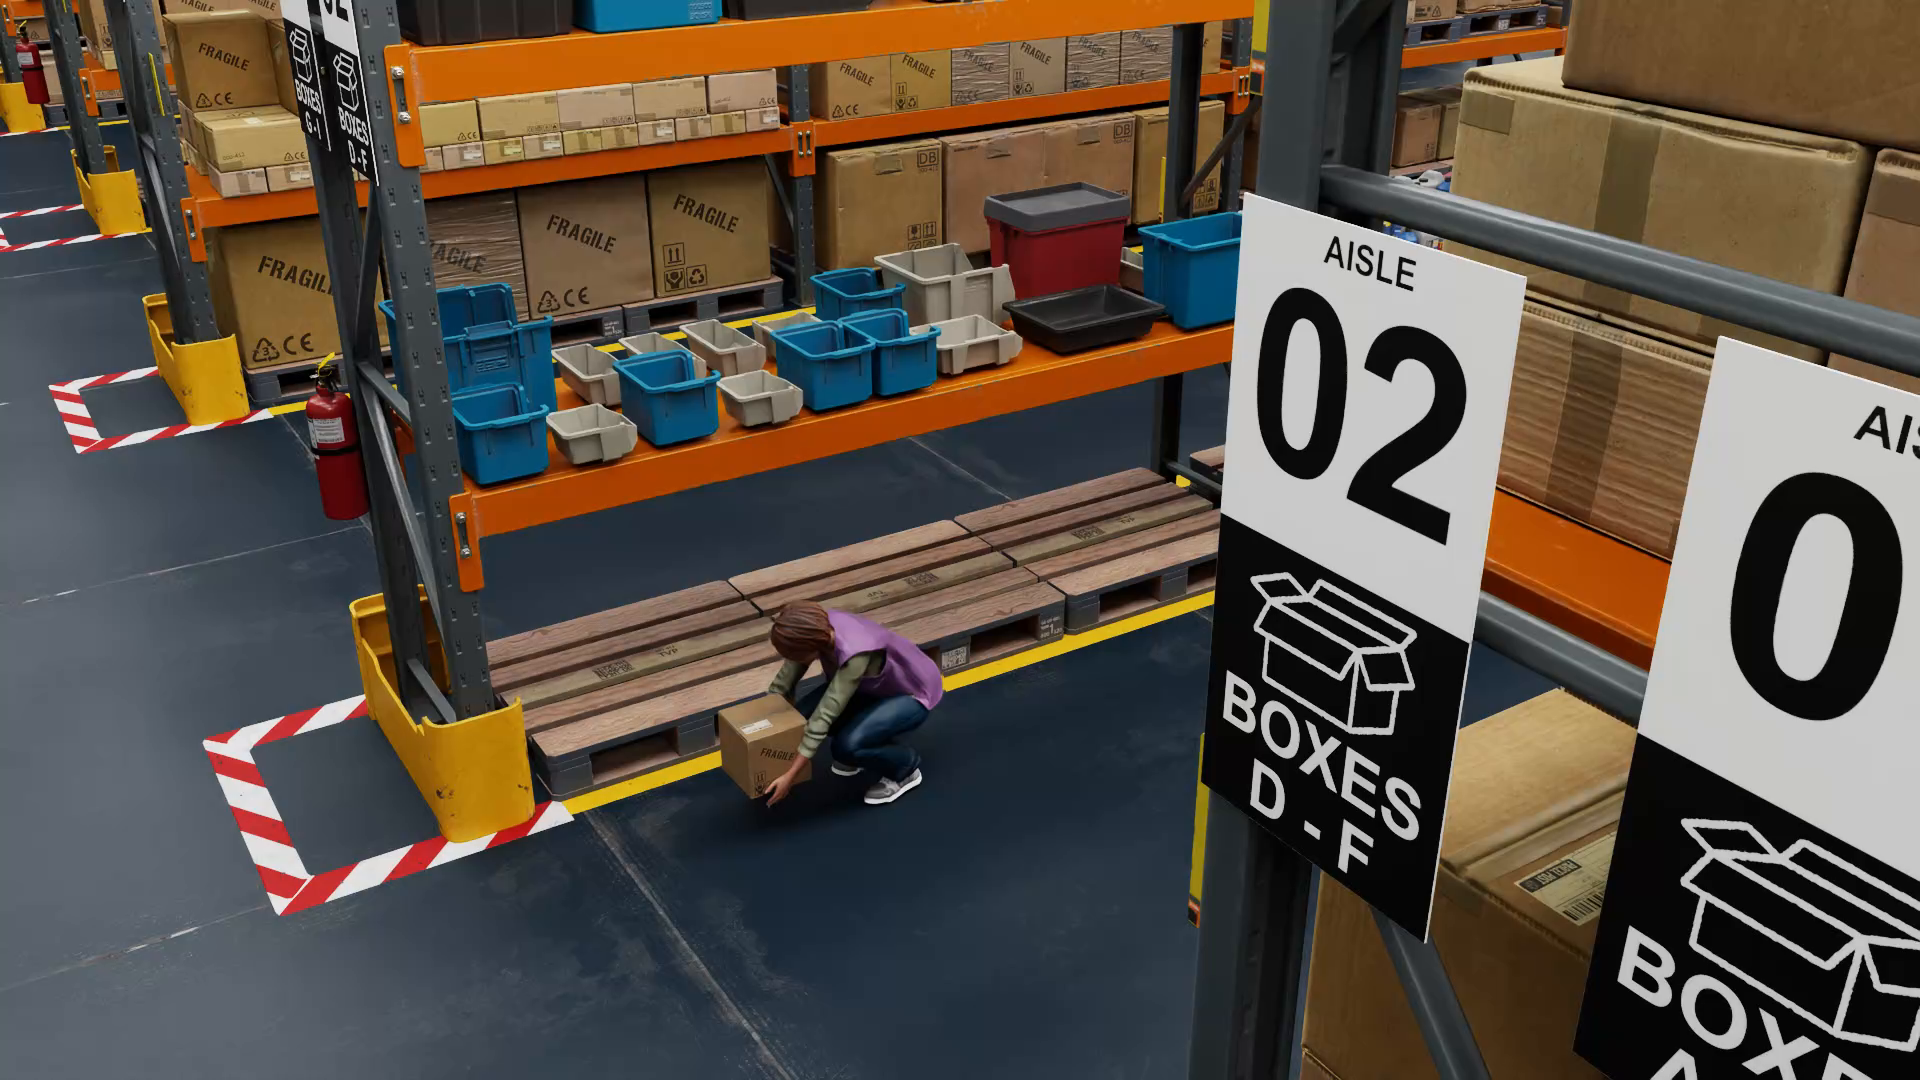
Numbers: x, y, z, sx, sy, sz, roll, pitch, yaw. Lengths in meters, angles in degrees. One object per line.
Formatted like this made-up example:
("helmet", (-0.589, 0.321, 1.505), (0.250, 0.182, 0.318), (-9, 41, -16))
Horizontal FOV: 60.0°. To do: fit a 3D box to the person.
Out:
("person", (-0.436, 0.578, 6.245), (0.828, 0.889, 0.430), (-16, 30, -30))
